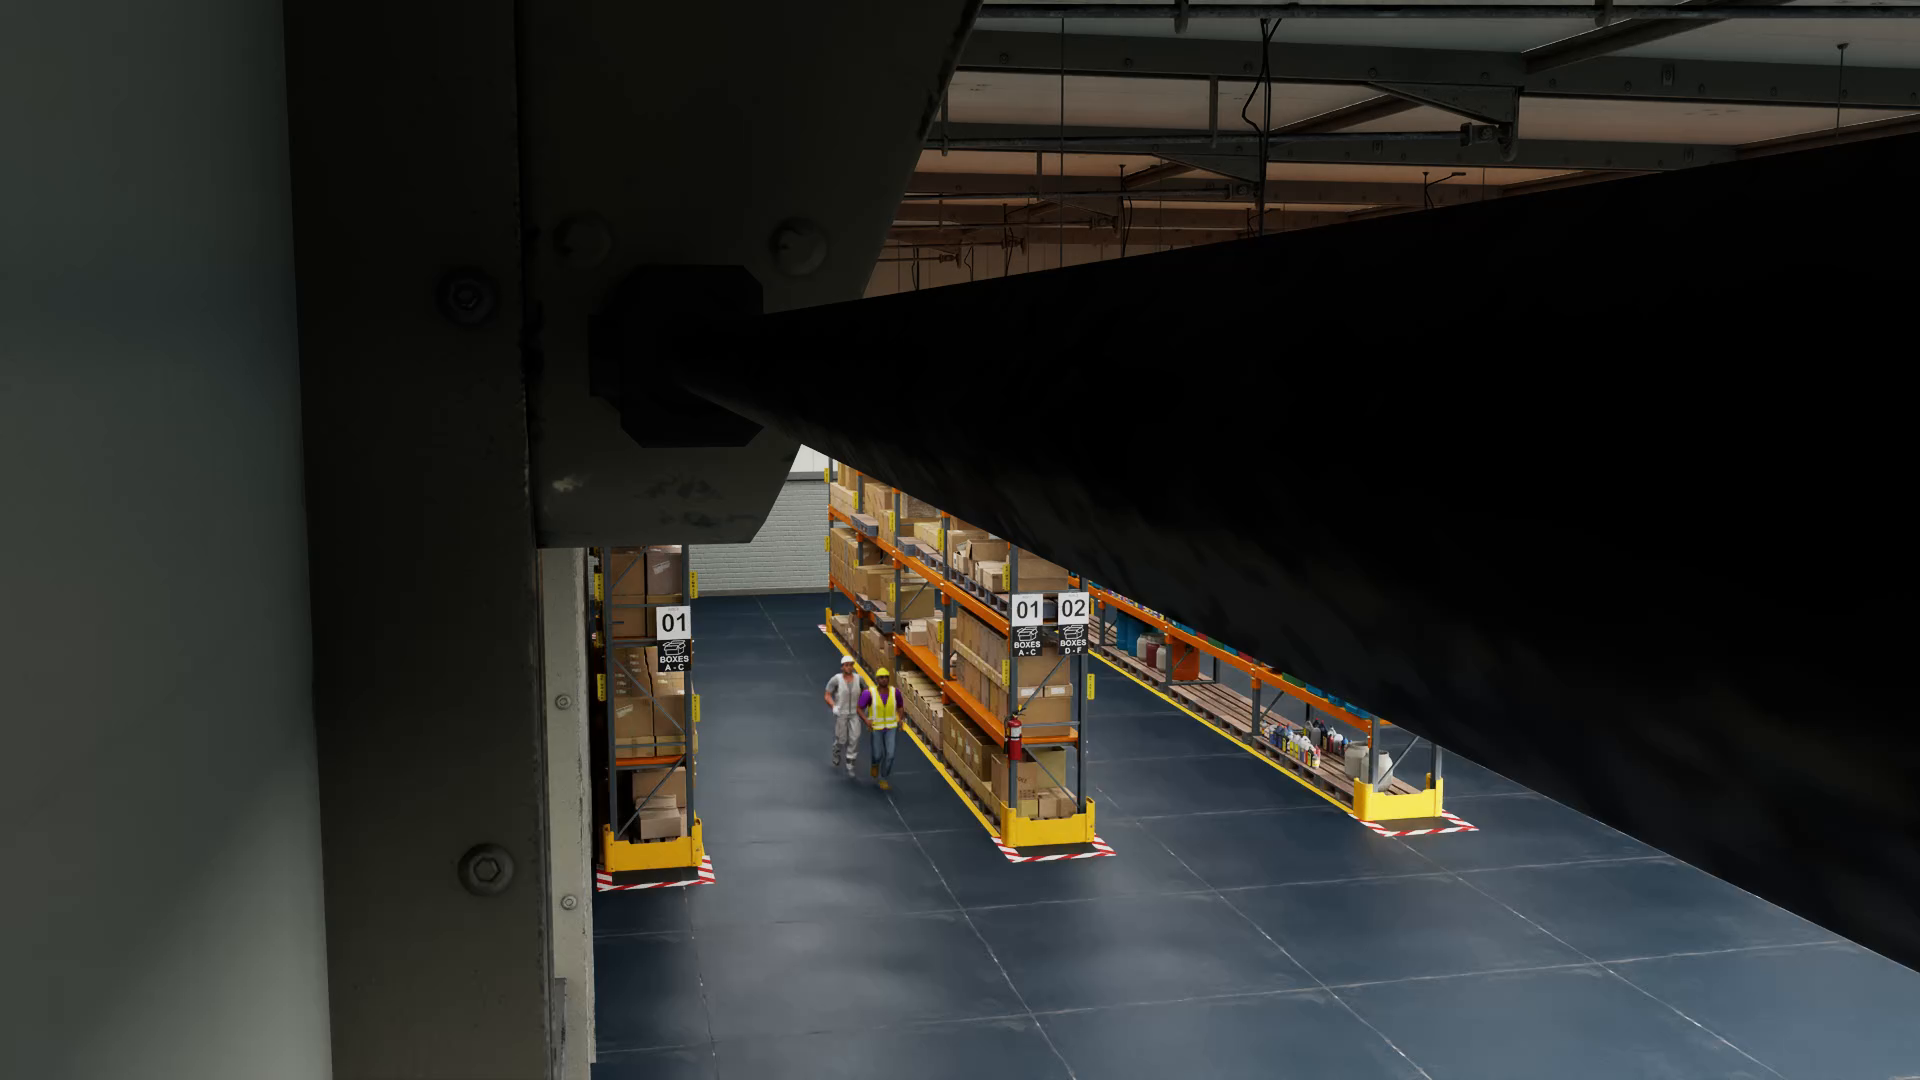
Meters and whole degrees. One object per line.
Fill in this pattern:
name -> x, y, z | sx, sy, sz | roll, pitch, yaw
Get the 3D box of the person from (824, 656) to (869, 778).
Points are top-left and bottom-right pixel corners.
person -> -1.655, 2.563, 24.464 | 0.683, 1.771, 0.717 | -2, 7, -19

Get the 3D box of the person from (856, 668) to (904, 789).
person -> -1.125, 2.671, 23.765 | 0.702, 1.720, 0.574 | -2, 7, -15
